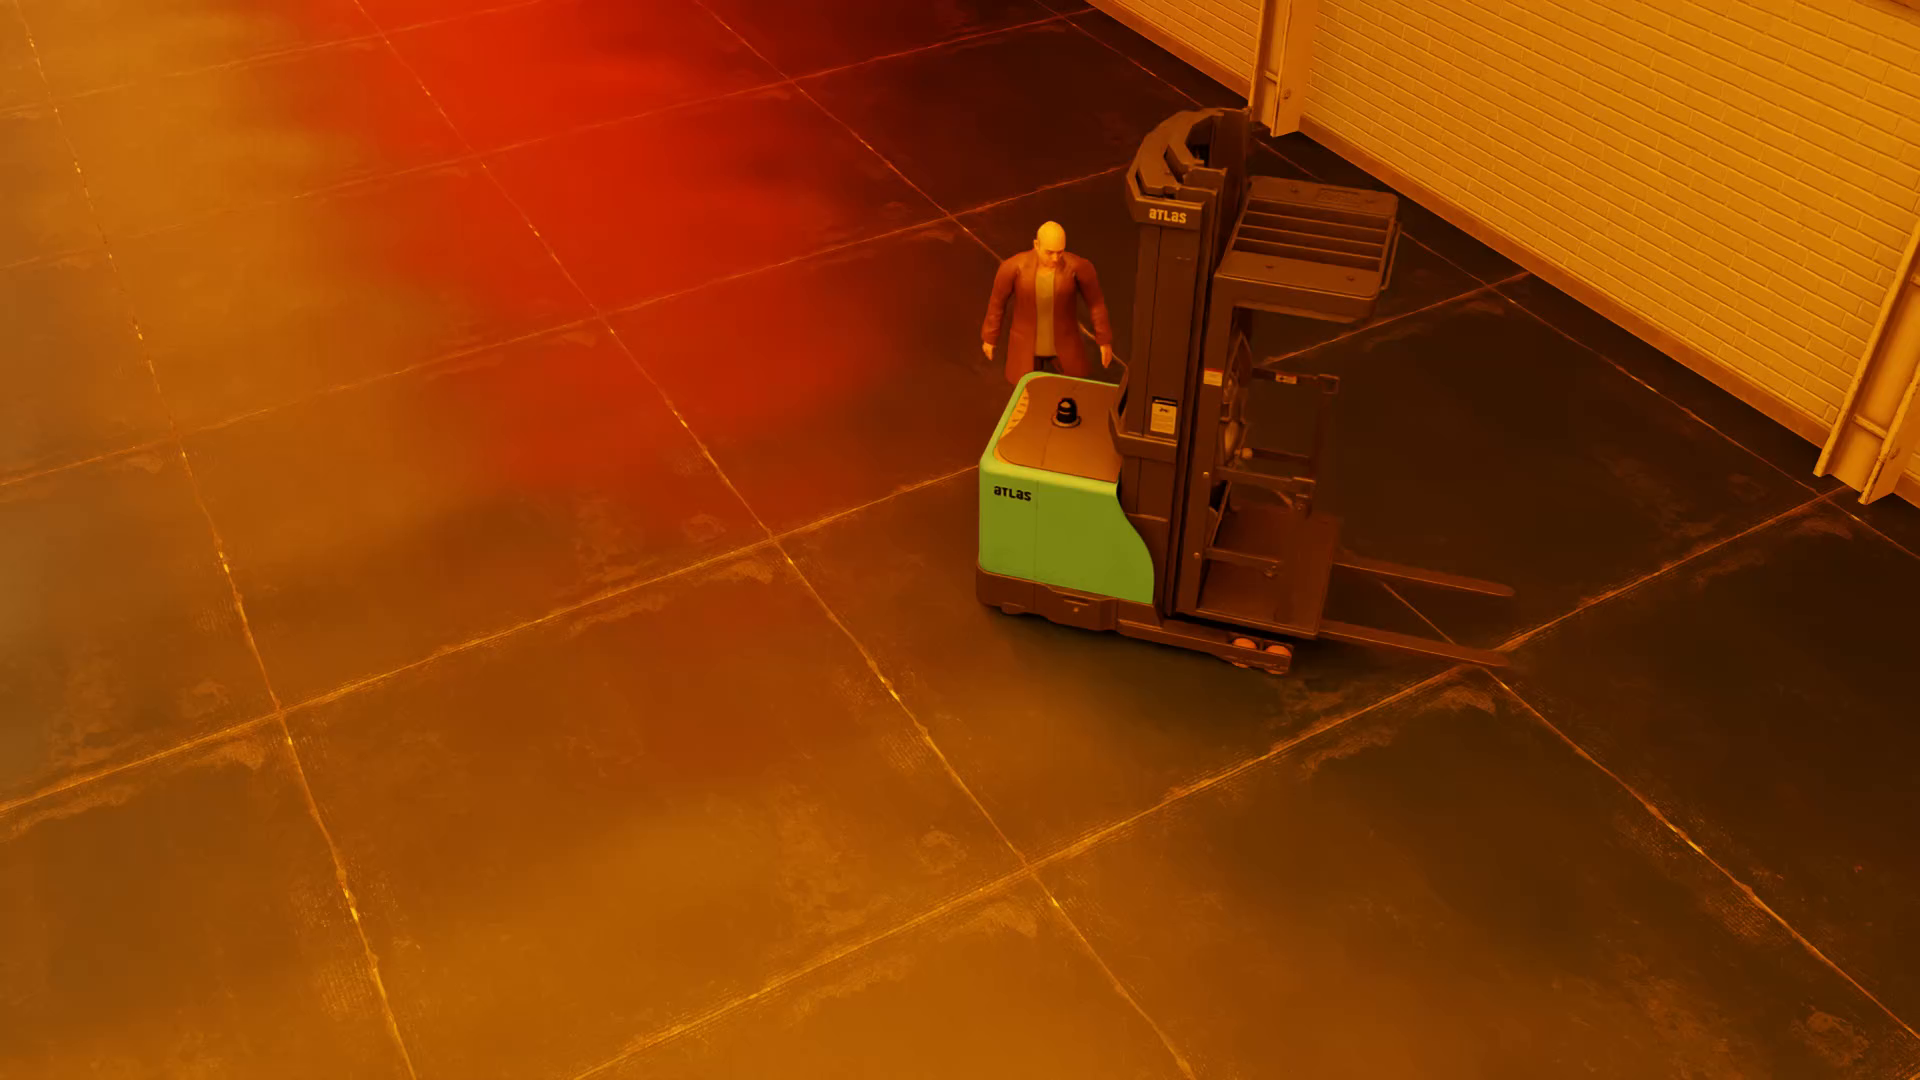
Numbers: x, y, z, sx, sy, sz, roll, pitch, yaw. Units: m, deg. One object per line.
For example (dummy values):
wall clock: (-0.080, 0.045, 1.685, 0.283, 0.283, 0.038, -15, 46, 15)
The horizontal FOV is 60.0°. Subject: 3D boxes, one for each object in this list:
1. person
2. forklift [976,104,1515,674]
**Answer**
person: (0.551, -1.225, 10.440, 0.849, 1.752, 0.430, 1, 40, 1)
forklift: (1.669, -0.749, 8.939, 3.031, 2.935, 1.130, 11, 41, 13)
